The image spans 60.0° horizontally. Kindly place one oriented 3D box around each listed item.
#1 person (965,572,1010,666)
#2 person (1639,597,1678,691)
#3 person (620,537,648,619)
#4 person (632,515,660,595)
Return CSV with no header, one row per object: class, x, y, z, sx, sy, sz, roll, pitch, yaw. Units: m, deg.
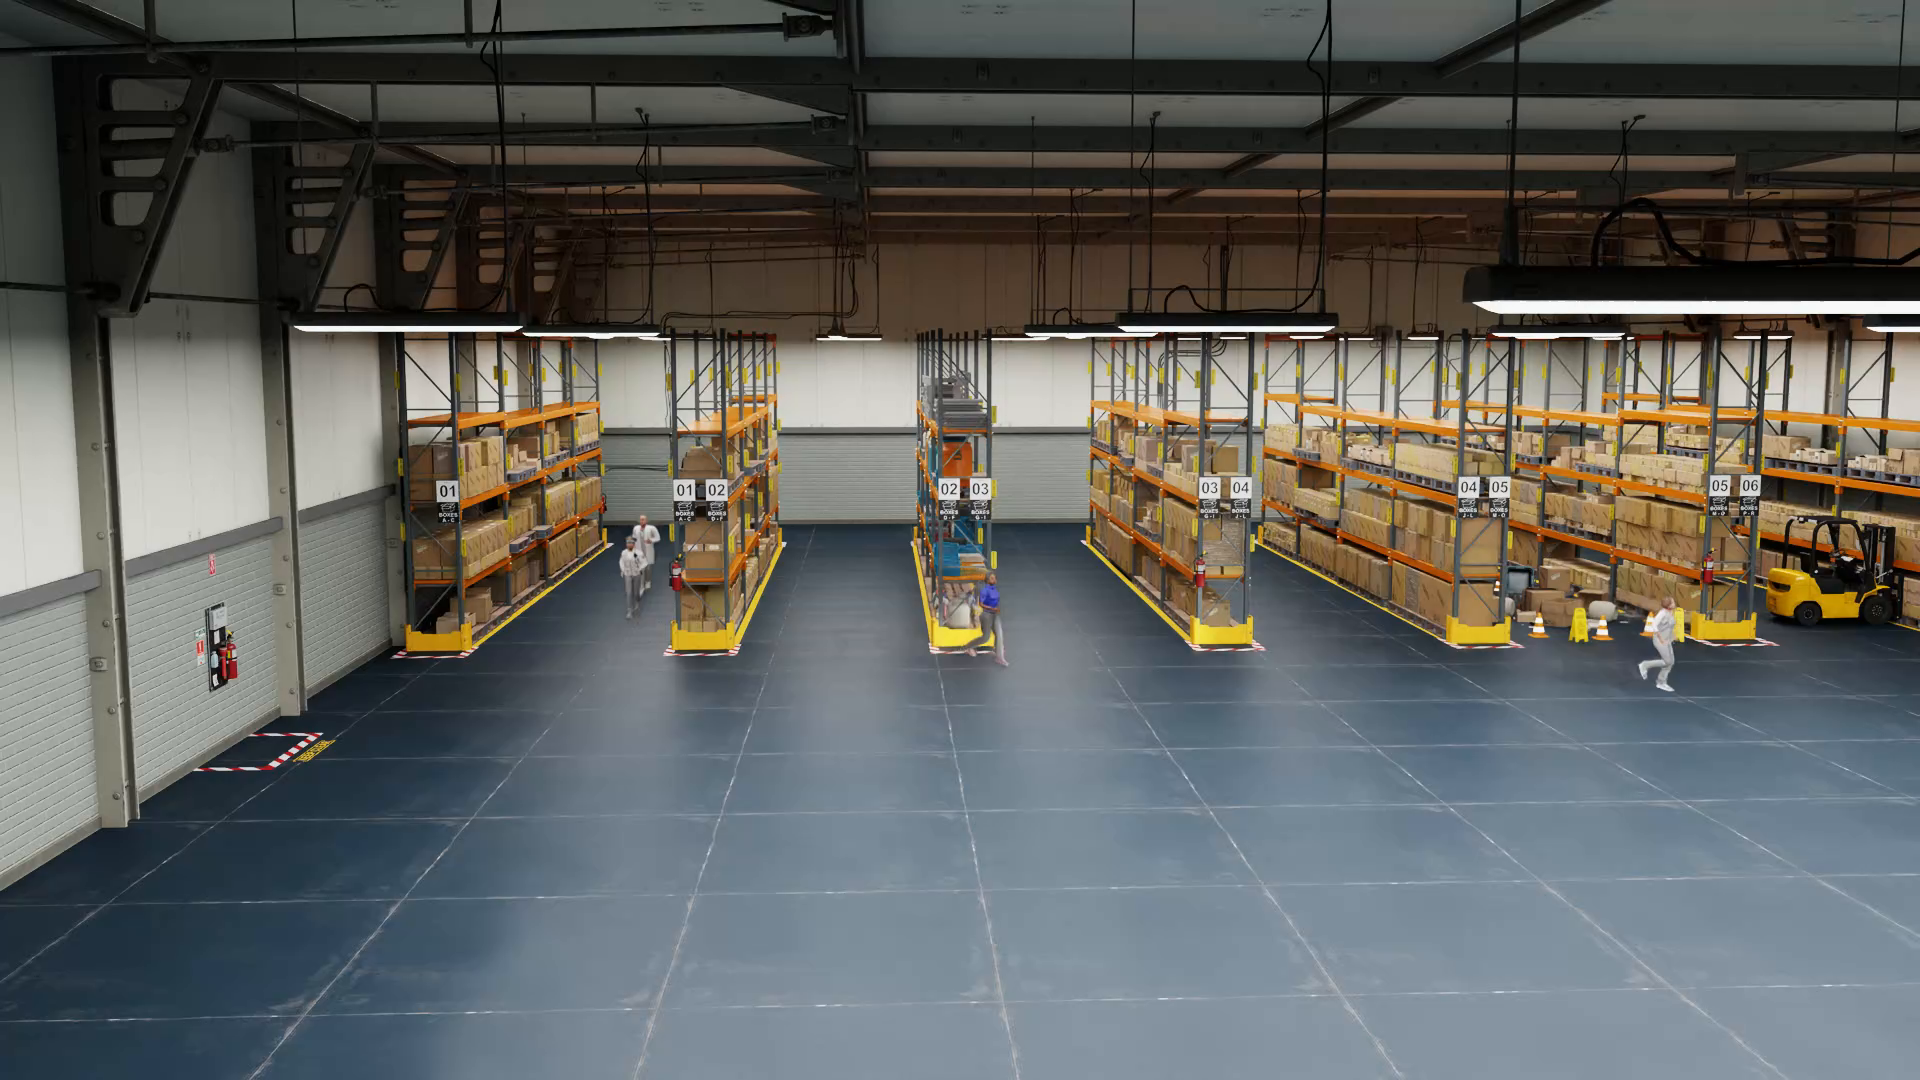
person,0.514,1.409,29.829,0.873,1.657,0.596,4,8,33
person,11.646,1.706,27.694,0.567,1.566,0.559,6,9,39
person,-6.845,0.755,34.860,0.610,1.694,0.840,0,7,0
person,-7.243,0.323,38.336,0.686,1.804,0.987,0,7,-1
